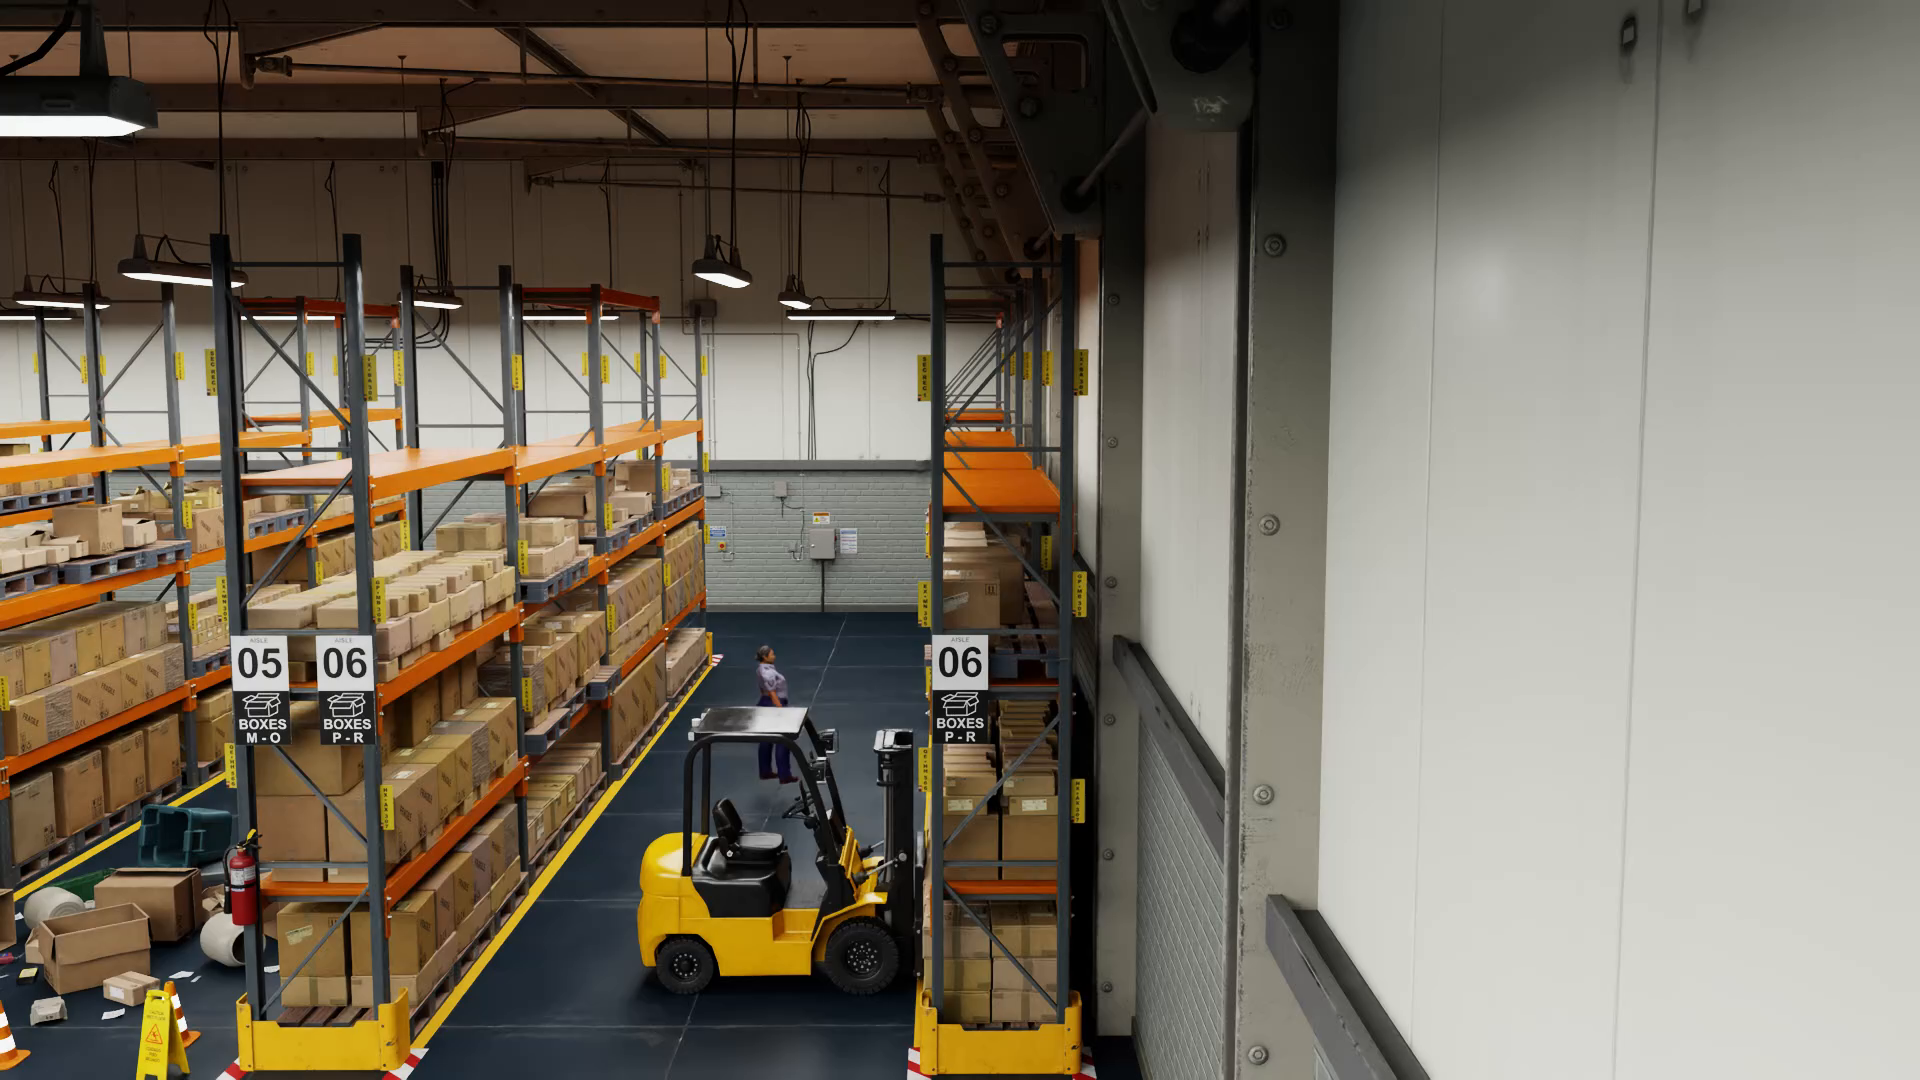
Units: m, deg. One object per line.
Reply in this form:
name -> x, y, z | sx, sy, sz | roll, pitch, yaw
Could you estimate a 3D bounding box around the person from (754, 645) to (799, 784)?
person -> -2.184, 2.056, 19.704 | 0.437, 1.640, 0.584 | -4, 8, -34
